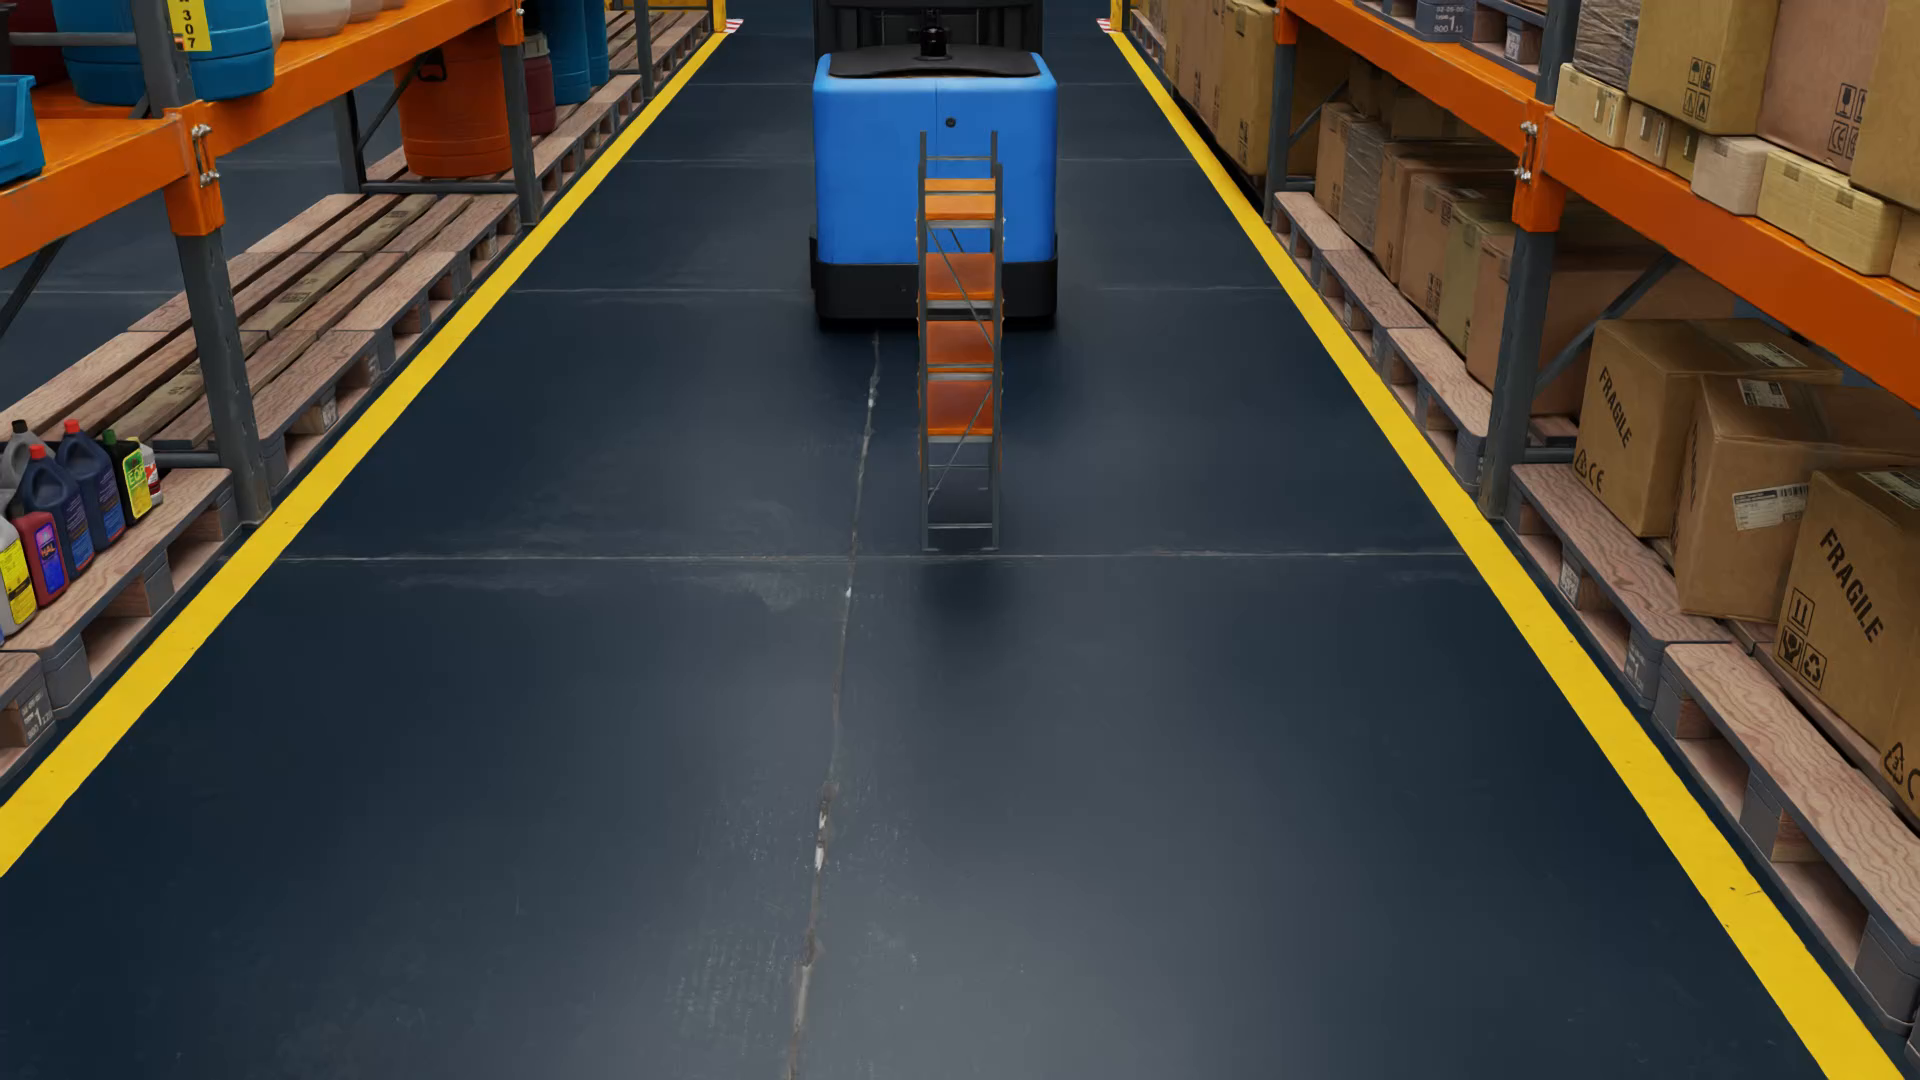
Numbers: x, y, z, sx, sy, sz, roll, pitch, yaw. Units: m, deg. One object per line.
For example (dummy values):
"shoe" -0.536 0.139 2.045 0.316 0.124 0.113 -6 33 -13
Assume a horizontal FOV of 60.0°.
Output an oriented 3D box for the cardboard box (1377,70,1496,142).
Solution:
"cardboard box" 2.215 -2.008 7.638 0.500 0.250 0.500 2 24 5

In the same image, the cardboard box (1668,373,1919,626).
"cardboard box" 2.183 -0.102 4.359 0.500 0.500 0.500 8 25 16

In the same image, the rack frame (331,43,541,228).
"rack frame" -2.791 -3.077 8.412 1.000 3.000 0.127 0 24 -1

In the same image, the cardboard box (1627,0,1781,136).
"cardboard box" 2.118 -1.240 3.869 0.875 0.500 0.500 0 24 -1

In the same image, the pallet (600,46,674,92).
"pallet" -2.882 -3.757 13.301 1.003 0.211 1.213 0 24 -1

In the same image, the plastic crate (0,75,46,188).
"plastic crate" -2.464 -0.906 3.793 0.499 0.251 0.616 0 24 -1

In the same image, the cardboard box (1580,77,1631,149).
"cardboard box" 1.896 -1.143 4.442 0.380 0.149 0.250 0 24 -1

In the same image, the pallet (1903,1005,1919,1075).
"pallet" 2.274 1.102 2.557 1.003 0.211 1.213 0 24 -1

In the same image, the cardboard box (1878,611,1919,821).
"cardboard box" 2.230 0.384 3.285 0.500 0.500 0.500 2 24 4

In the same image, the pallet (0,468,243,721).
"pallet" -2.782 0.119 4.730 1.003 0.211 1.213 0 24 -1

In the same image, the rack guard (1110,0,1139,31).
"rack guard" 2.074 -5.266 16.287 1.175 0.500 0.348 0 24 -1

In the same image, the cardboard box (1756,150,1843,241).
"cardboard box" 1.945 -0.731 3.531 0.380 0.149 0.250 0 24 -1

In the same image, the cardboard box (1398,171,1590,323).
"cardboard box" 2.227 -1.192 6.746 0.700 0.500 0.500 -2 24 -5

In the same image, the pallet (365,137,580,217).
"pallet" -2.842 -2.131 9.705 1.003 0.211 1.213 0 24 -1

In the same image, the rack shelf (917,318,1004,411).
"rack shelf" -0.002 -0.554 5.181 0.258 0.148 0.480 0 24 -1

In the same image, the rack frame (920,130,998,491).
"rack frame" -0.004 -0.715 5.376 0.240 1.200 0.015 0 24 -1

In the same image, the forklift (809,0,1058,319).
"forklift" -0.163 -2.855 8.007 1.130 2.935 3.031 -1 24 -2

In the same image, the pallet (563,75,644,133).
"pallet" -2.868 -3.136 11.928 1.003 0.211 1.213 0 24 -1

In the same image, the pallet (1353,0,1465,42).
"pallet" 2.224 -2.196 6.698 1.003 0.211 1.213 0 24 -1

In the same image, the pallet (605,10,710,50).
"pallet" -2.908 -4.763 15.524 1.003 0.211 1.213 0 24 -1

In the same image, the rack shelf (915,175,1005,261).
"rack shelf" -0.002 -0.973 4.992 0.258 0.148 0.480 0 24 -1

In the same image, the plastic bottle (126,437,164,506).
"plastic bottle" -2.432 -0.206 4.927 0.097 0.201 0.097 0 24 0

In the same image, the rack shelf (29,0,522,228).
"rack shelf" -2.770 -1.925 6.738 1.077 0.370 4.000 0 24 -1

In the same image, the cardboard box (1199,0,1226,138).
"cardboard box" 2.173 -2.974 10.254 1.225 0.875 0.875 0 24 0

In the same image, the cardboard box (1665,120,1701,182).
"cardboard box" 1.939 -0.937 3.987 0.380 0.149 0.250 0 24 -1

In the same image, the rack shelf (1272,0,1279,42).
"rack shelf" 2.139 -3.595 10.432 1.077 0.370 4.000 0 24 -1

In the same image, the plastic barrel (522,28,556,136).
"plastic barrel" -2.826 -2.836 10.297 0.600 0.588 0.708 0 24 -1

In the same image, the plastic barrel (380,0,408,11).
"plastic barrel" -2.562 -2.531 7.070 0.421 0.512 0.421 0 24 0

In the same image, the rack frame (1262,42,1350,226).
"rack frame" 2.161 -3.099 8.462 1.000 3.000 0.127 0 24 -1

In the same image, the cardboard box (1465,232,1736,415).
"cardboard box" 2.220 -0.765 5.801 0.700 0.500 0.500 -2 24 -5

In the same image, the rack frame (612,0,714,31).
"rack frame" -2.879 -6.373 15.701 1.000 3.000 0.127 0 24 -1

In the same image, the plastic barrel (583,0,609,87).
"plastic barrel" -2.846 -3.736 11.907 0.600 0.901 0.708 0 24 -1

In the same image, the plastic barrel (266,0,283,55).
"plastic barrel" -2.539 -1.885 5.614 0.433 0.535 0.433 0 24 0

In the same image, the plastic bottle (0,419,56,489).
"plastic bottle" -2.597 -0.157 4.638 0.144 0.351 0.185 0 24 -1

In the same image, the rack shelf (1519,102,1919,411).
"rack shelf" 2.227 -0.299 3.143 1.077 0.370 4.000 0 24 -1

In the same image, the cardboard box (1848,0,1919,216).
"cardboard box" 2.189 -0.828 2.958 0.875 0.500 0.500 0 24 -1

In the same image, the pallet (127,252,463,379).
"pallet" -2.811 -0.985 7.172 1.003 0.211 1.213 0 24 -1

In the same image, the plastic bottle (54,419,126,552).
"plastic bottle" -2.453 -0.158 4.639 0.144 0.351 0.185 -1 24 -2

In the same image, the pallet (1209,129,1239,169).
"pallet" 2.218 -2.655 10.864 1.003 0.211 1.213 0 24 -1

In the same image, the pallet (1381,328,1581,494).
"pallet" 2.195 -0.501 6.101 1.003 0.211 1.213 0 24 -1

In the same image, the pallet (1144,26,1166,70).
"pallet" 2.171 -4.294 14.488 1.003 0.211 1.213 0 24 -1

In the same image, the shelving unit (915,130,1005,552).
"shelving unit" -0.002 -0.615 5.154 0.258 1.200 0.503 0 24 -1

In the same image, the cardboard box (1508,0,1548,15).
"cardboard box" 2.336 -2.243 5.332 1.000 1.000 1.000 0 24 0

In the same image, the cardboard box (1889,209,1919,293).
"cardboard box" 1.984 -0.525 3.076 0.380 0.149 0.250 0 24 -1

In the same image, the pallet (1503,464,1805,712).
"pallet" 2.248 0.097 4.780 1.003 0.211 1.213 0 24 -1

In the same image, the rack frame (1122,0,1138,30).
"rack frame" 2.074 -6.395 15.750 1.000 3.000 0.127 0 24 -1

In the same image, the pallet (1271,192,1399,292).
"pallet" 2.168 -1.506 8.324 1.003 0.211 1.213 0 24 -1

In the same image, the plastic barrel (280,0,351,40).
"plastic barrel" -2.547 -2.188 6.282 0.433 0.535 0.433 0 24 0

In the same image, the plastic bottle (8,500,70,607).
"plastic bottle" -2.407 0.019 4.330 0.061 0.283 0.133 1 24 3

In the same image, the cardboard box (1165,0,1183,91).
"cardboard box" 2.145 -3.707 11.874 1.225 0.875 0.875 0 24 0

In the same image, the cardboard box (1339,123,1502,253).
"cardboard box" 2.207 -1.656 7.771 0.700 0.500 0.500 -2 24 -5

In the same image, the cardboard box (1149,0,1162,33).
"cardboard box" 2.171 -4.980 14.690 0.875 0.875 0.875 0 24 -1

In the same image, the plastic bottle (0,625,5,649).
"plastic bottle" -2.449 0.155 4.038 0.152 0.276 0.135 0 24 0
